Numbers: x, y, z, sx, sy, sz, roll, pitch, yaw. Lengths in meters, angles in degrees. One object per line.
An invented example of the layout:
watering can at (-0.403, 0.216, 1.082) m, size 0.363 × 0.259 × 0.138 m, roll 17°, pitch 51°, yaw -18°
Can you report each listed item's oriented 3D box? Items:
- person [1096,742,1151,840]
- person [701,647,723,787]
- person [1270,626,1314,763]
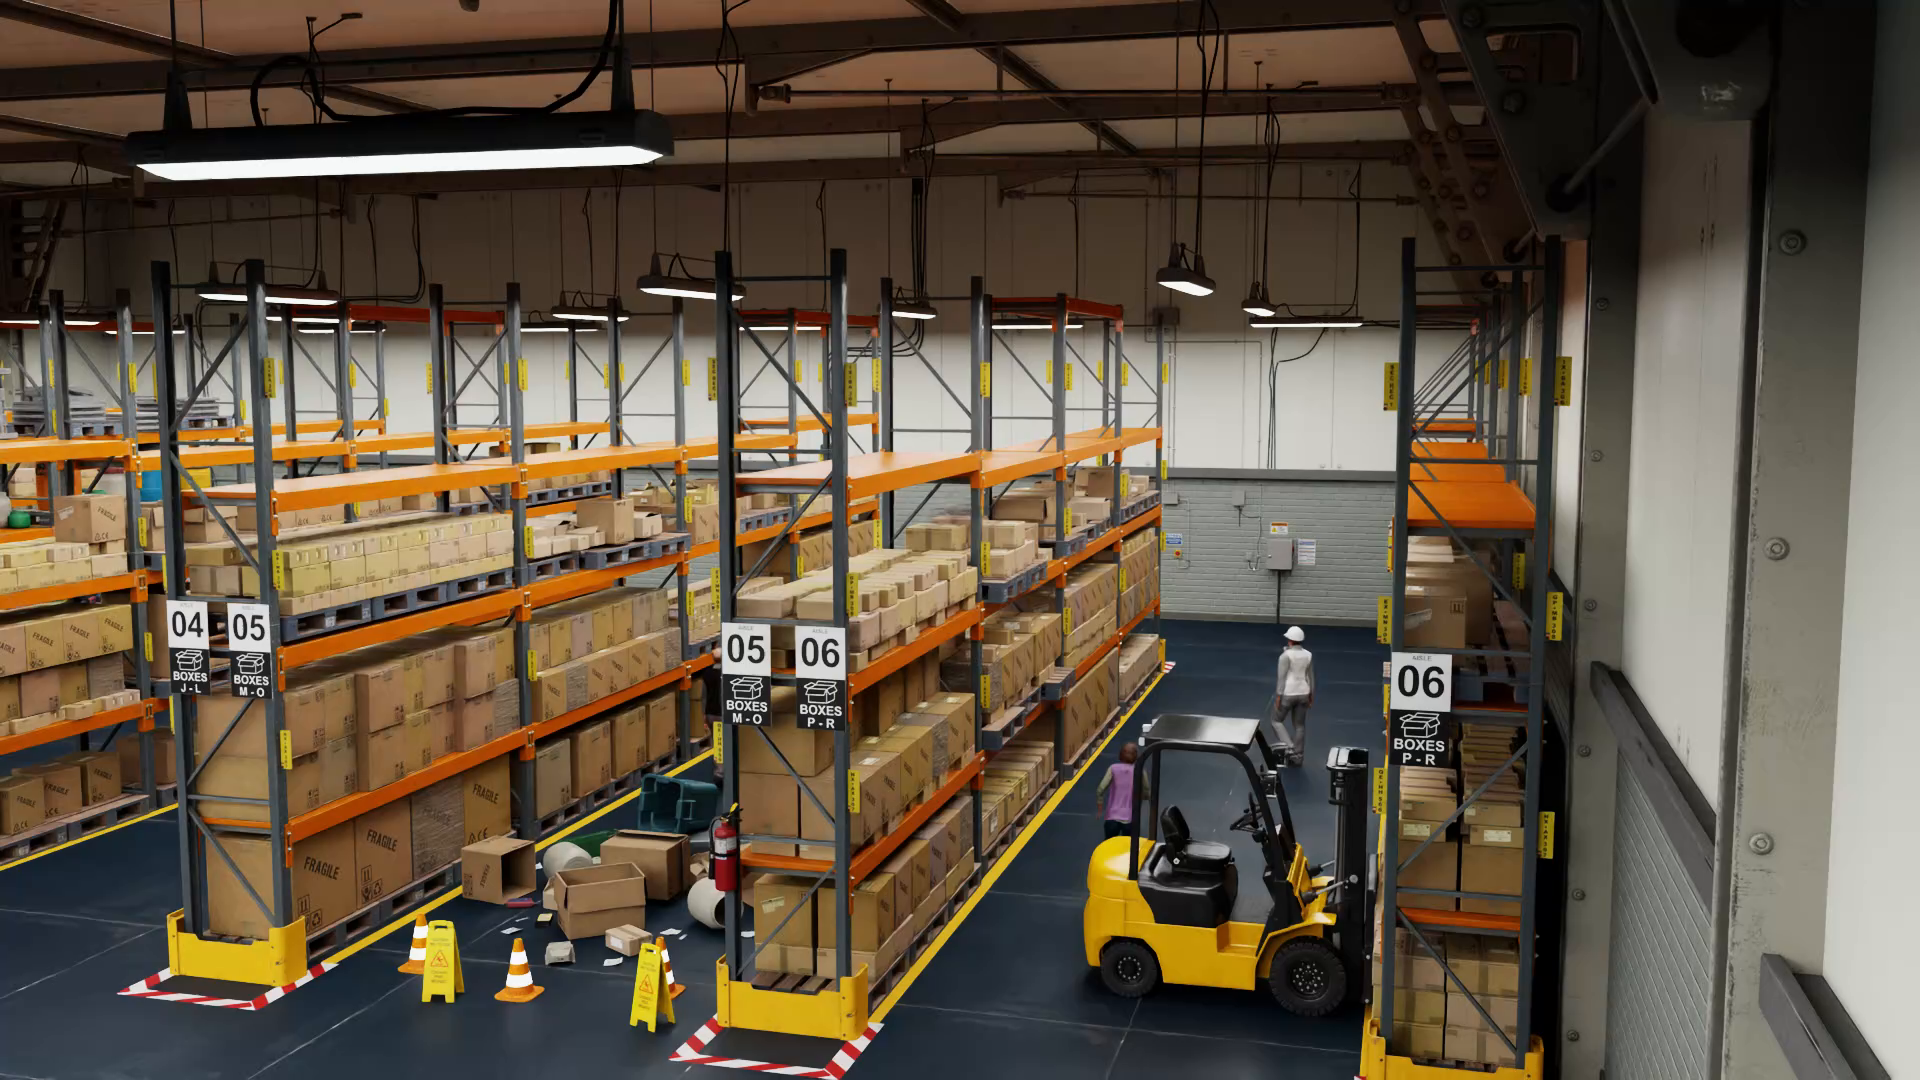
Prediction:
person at (1.586, 2.717, 16.191) m, size 0.511 × 1.502 × 0.751 m, roll 2°, pitch 6°, yaw 18°
person at (-2.935, 2.174, 20.277) m, size 0.569 × 1.716 × 0.509 m, roll 4°, pitch 7°, yaw 32°
person at (4.341, 2.007, 21.547) m, size 0.573 × 1.774 × 0.457 m, roll -2°, pitch 6°, yaw -21°
